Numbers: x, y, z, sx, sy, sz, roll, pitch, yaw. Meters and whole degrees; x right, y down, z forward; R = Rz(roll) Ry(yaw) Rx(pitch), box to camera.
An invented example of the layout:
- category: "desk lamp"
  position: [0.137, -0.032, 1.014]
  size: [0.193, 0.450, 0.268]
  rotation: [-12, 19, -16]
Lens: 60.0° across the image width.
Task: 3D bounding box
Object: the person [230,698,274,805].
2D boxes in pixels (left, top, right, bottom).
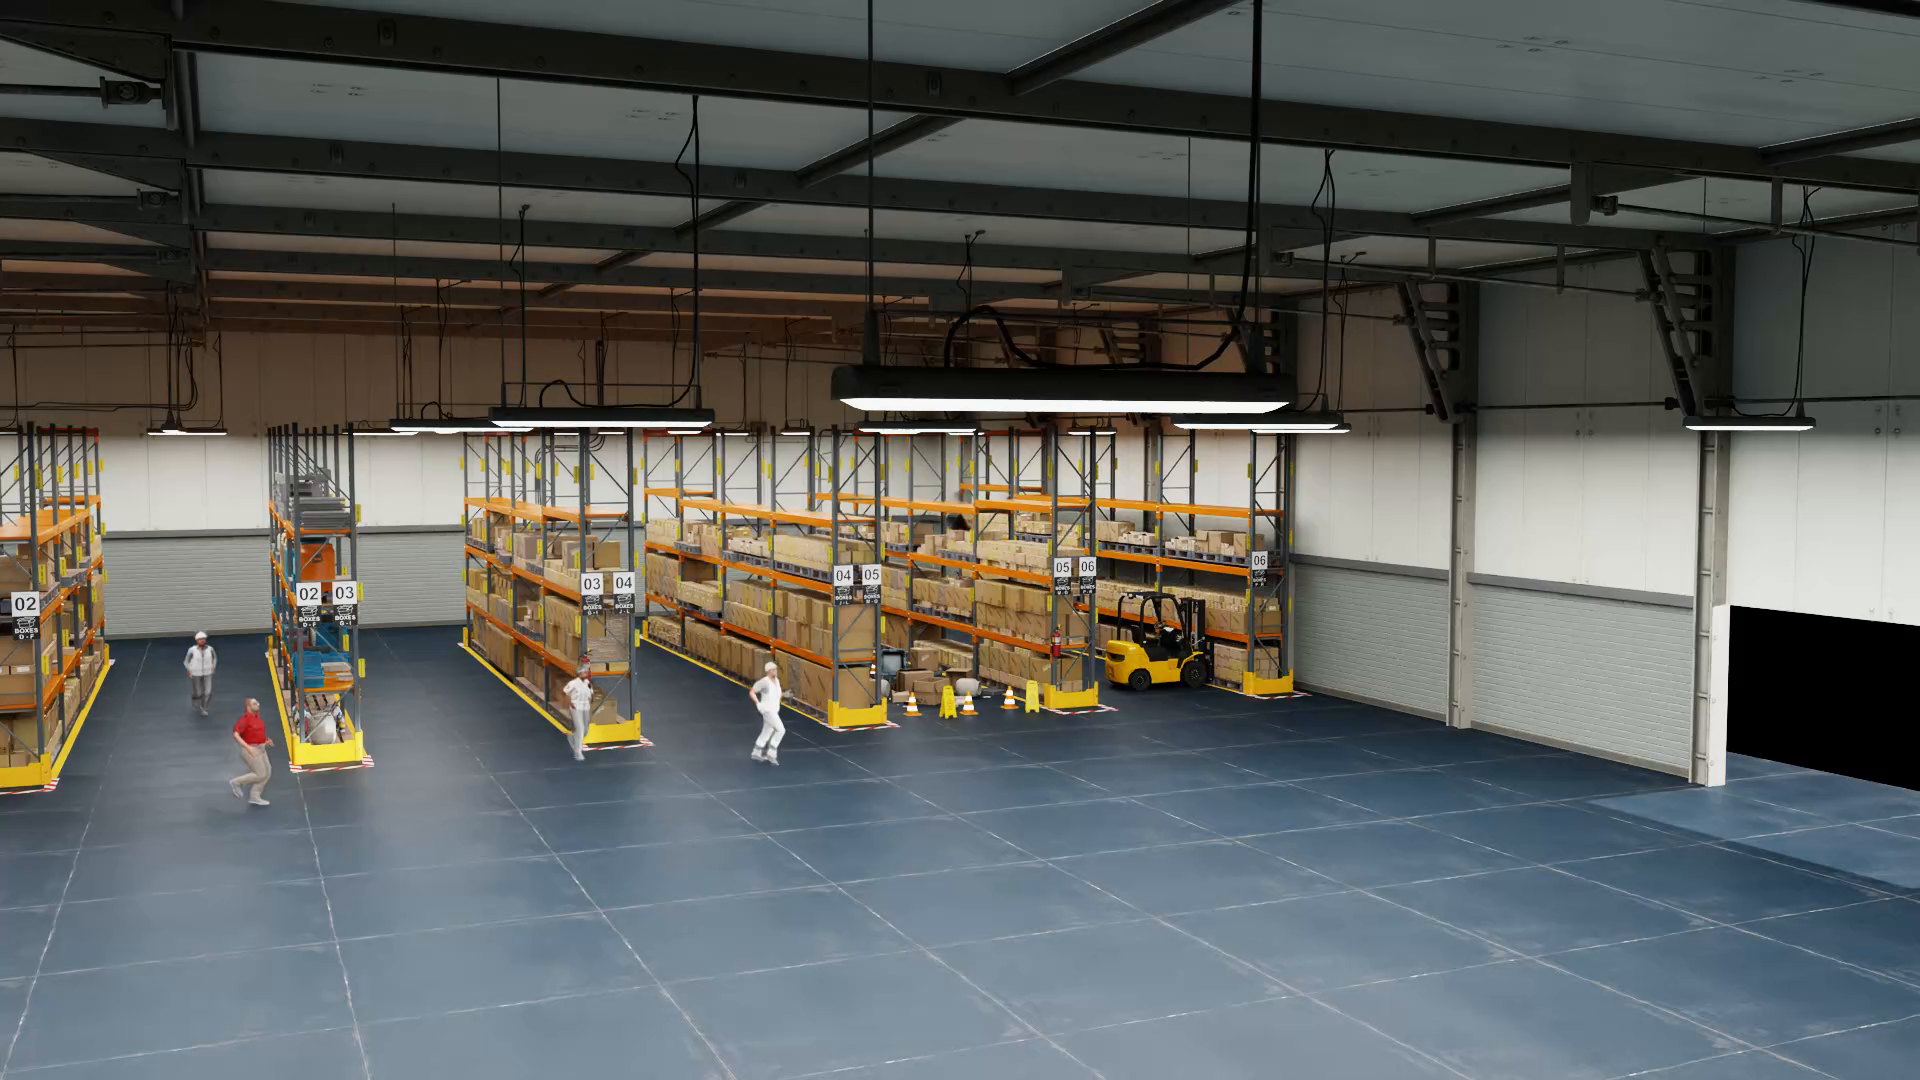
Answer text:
- category: "person"
  position: [-11.072, 3.305, 25.995]
  size: [0.598, 1.687, 0.671]
  rotation: [0, 3, 1]

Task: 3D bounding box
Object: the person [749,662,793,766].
- category: "person"
  position: [-3.319, 3.057, 29.266]
  size: [0.746, 1.832, 0.610]
  rotation: [1, 4, 16]

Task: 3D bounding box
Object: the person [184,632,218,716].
- category: "person"
  position: [-15.734, 2.761, 34.479]
  size: [0.647, 1.727, 0.637]
  rotation: [-3, 4, -36]

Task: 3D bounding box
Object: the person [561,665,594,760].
- category: "person"
  position: [-6.858, 3.084, 30.033]
  size: [0.839, 1.666, 0.606]
  rotation: [3, 4, 38]
